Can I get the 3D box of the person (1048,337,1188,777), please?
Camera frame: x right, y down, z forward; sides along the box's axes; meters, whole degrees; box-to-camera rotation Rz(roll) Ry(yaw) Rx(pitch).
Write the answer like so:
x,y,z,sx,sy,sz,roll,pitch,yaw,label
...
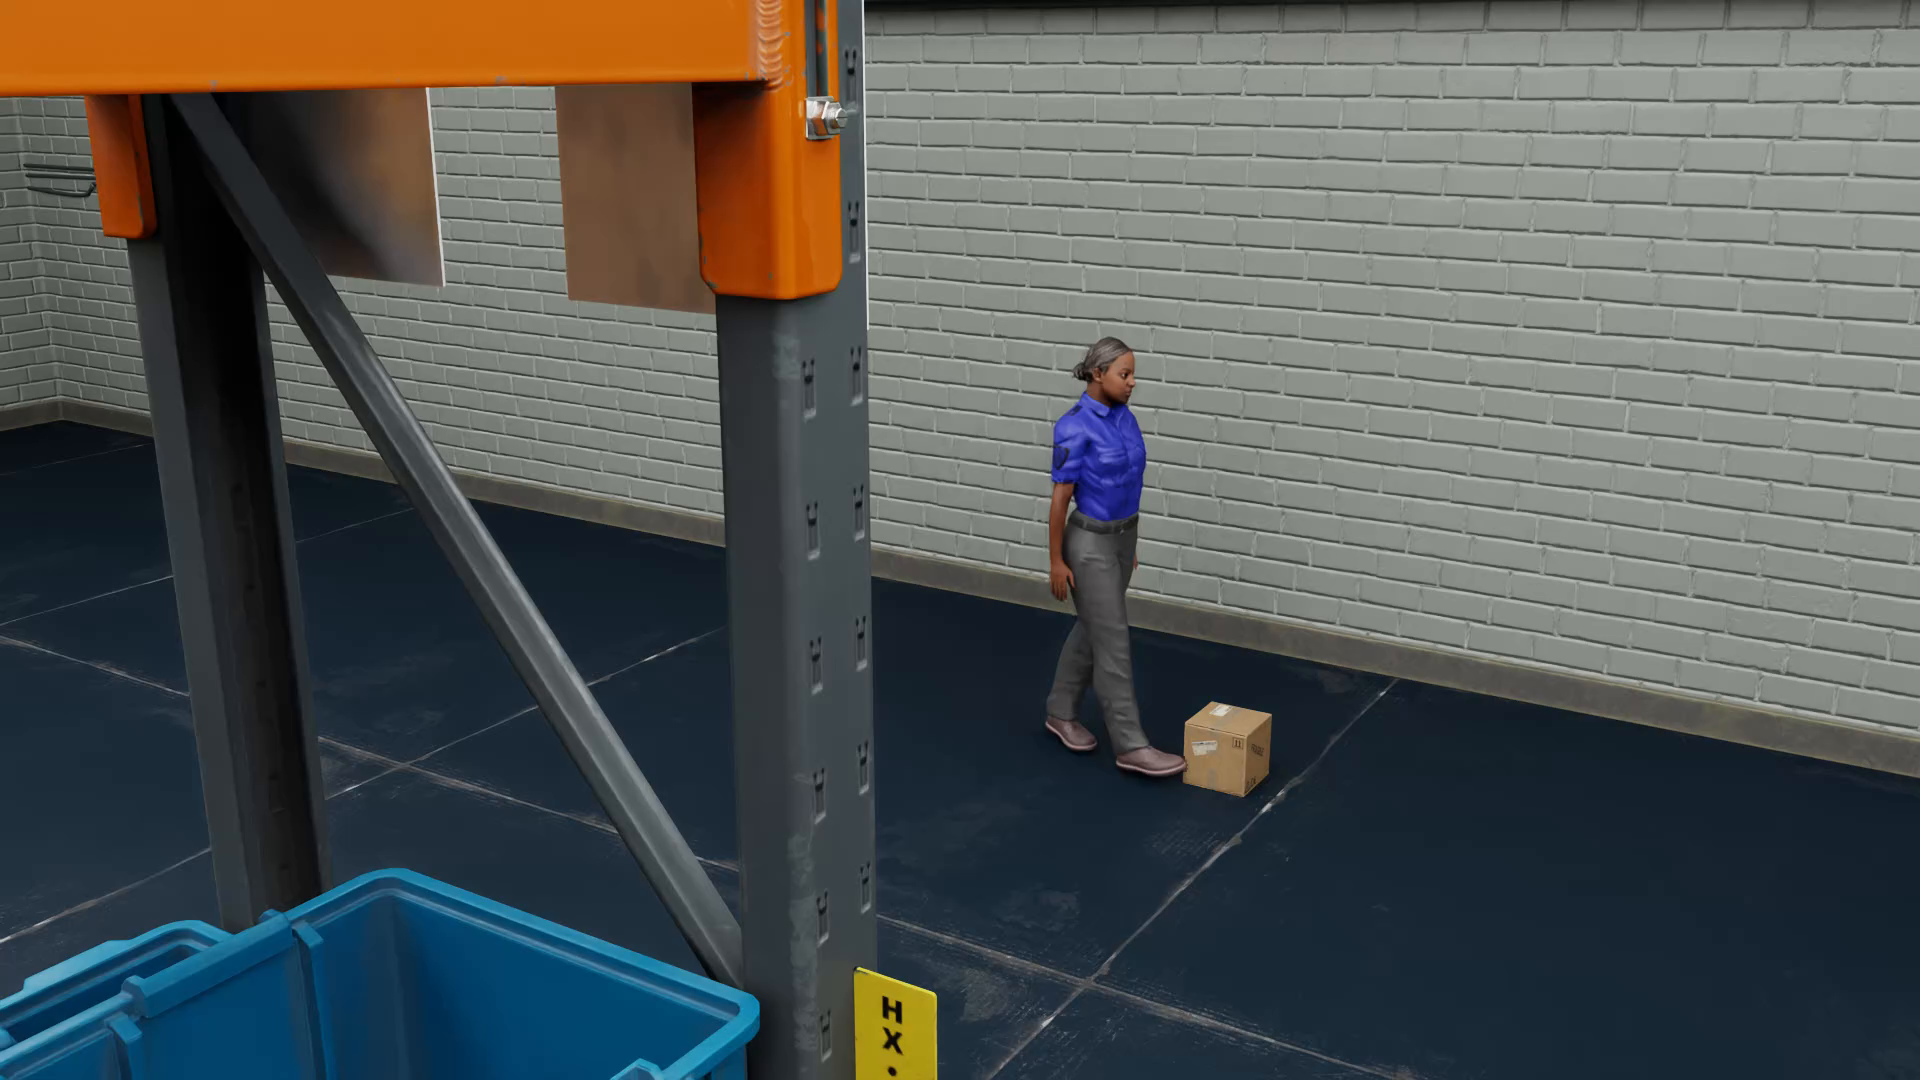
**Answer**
x,y,z,sx,sy,sz,roll,pitch,yaw,label
0.623,0.058,6.335,0.715,1.641,0.471,12,20,36,person
